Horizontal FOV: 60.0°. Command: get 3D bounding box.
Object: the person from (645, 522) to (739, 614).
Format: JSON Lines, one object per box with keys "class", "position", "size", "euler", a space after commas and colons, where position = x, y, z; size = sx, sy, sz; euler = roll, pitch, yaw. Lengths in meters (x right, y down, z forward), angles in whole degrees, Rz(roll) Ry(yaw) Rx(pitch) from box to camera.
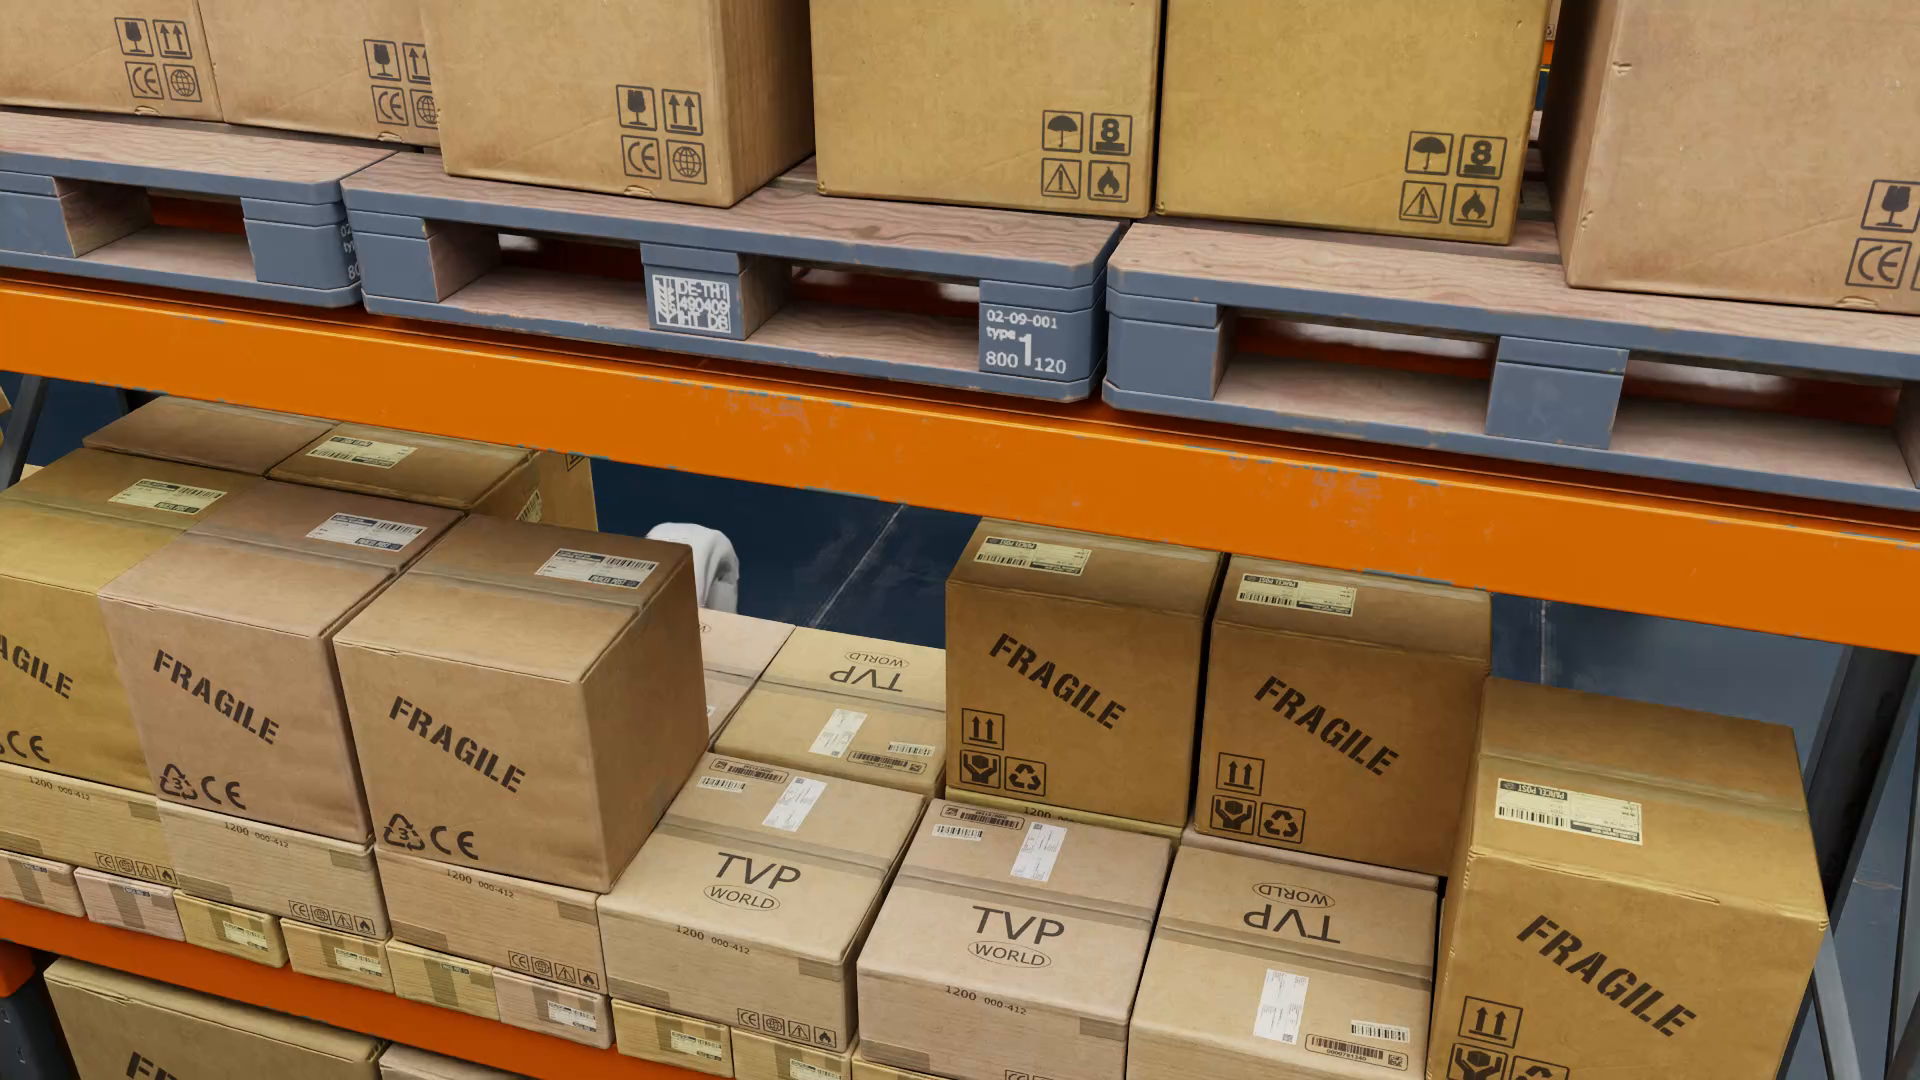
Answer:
{"class": "person", "position": [-1.053, 0.500, 5.952], "size": [0.436, 0.975, 0.860], "euler": [7, 30, 13]}
